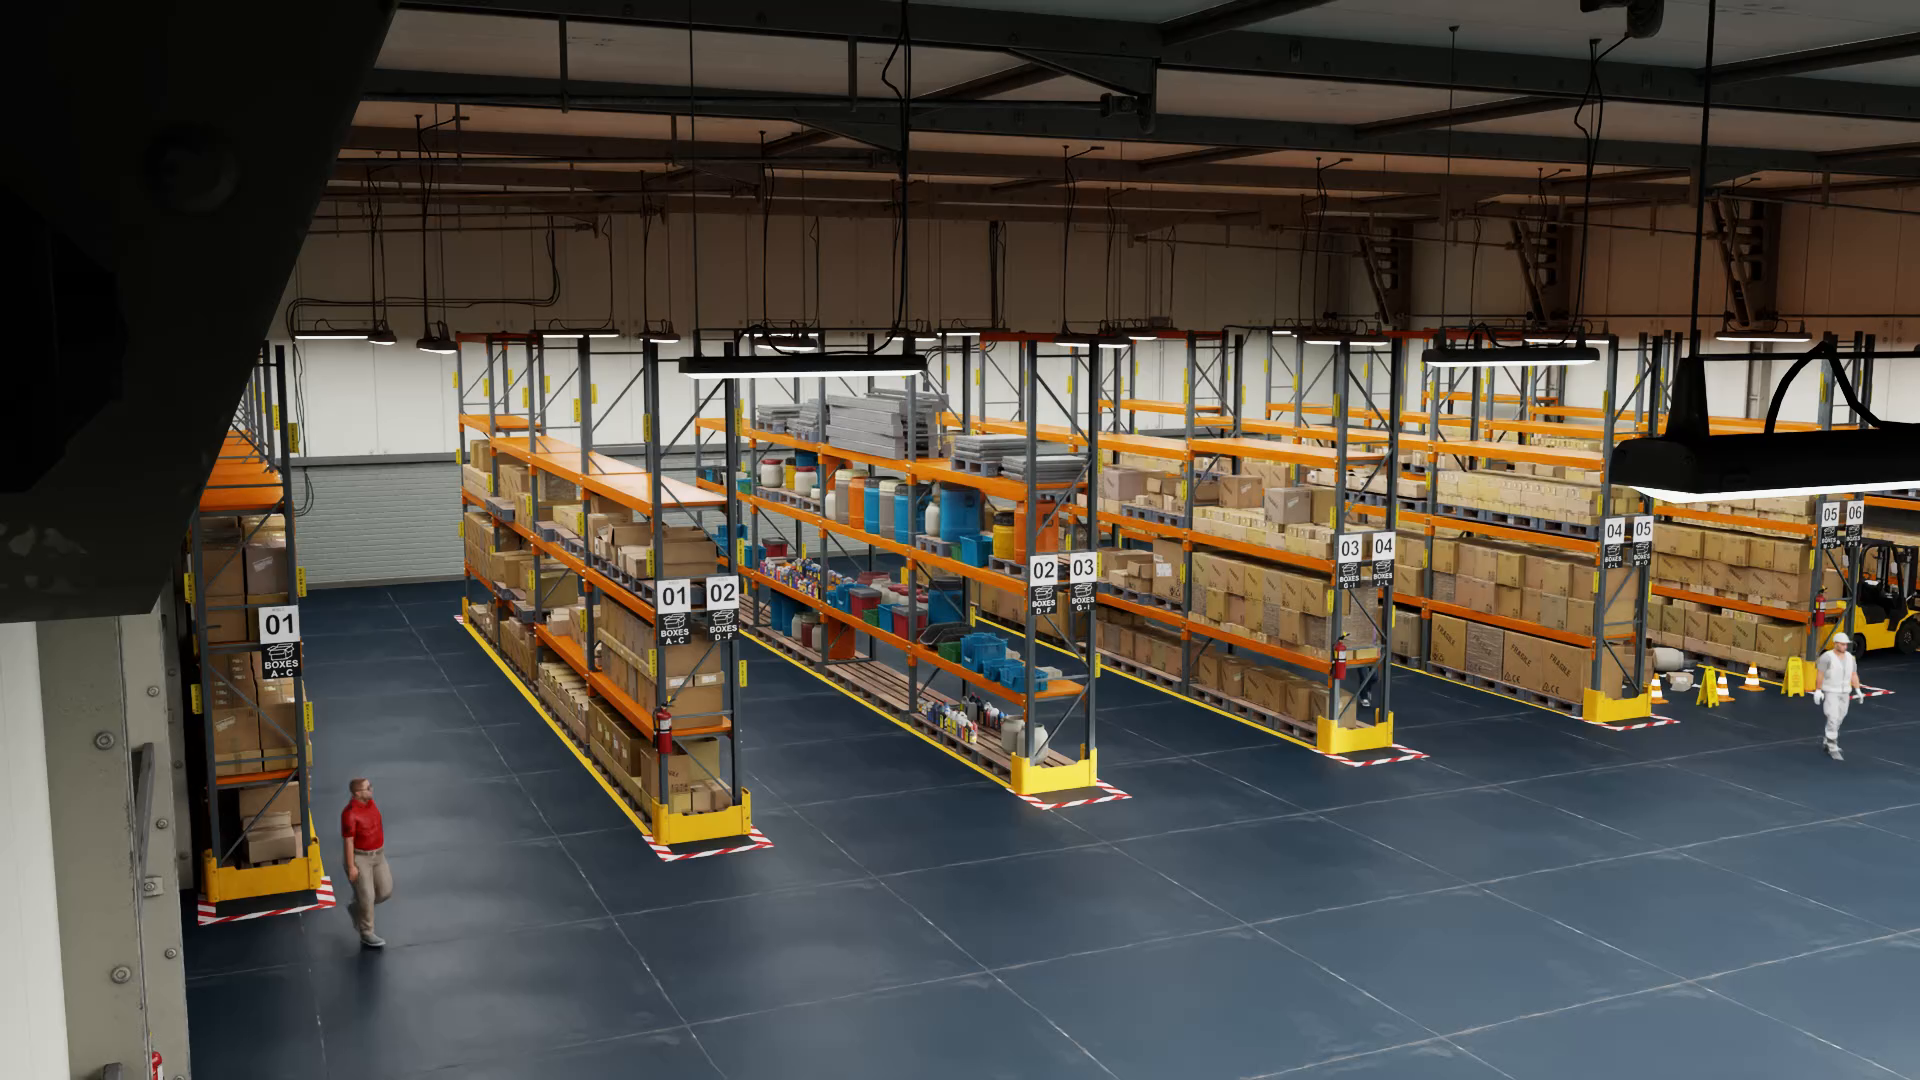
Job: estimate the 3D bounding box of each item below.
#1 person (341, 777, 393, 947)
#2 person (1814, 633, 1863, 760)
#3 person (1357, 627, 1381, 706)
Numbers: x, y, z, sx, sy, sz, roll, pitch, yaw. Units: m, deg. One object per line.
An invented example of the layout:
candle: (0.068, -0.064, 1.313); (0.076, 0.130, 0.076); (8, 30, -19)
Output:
person: (-6.053, 3.216, 16.764); (0.626, 1.706, 0.516); (4, 8, 25)
person: (12.662, 2.238, 23.977); (0.620, 1.824, 0.587); (-1, 8, -7)
person: (6.603, 1.916, 27.083); (0.498, 1.579, 0.455); (-1, 8, -4)
